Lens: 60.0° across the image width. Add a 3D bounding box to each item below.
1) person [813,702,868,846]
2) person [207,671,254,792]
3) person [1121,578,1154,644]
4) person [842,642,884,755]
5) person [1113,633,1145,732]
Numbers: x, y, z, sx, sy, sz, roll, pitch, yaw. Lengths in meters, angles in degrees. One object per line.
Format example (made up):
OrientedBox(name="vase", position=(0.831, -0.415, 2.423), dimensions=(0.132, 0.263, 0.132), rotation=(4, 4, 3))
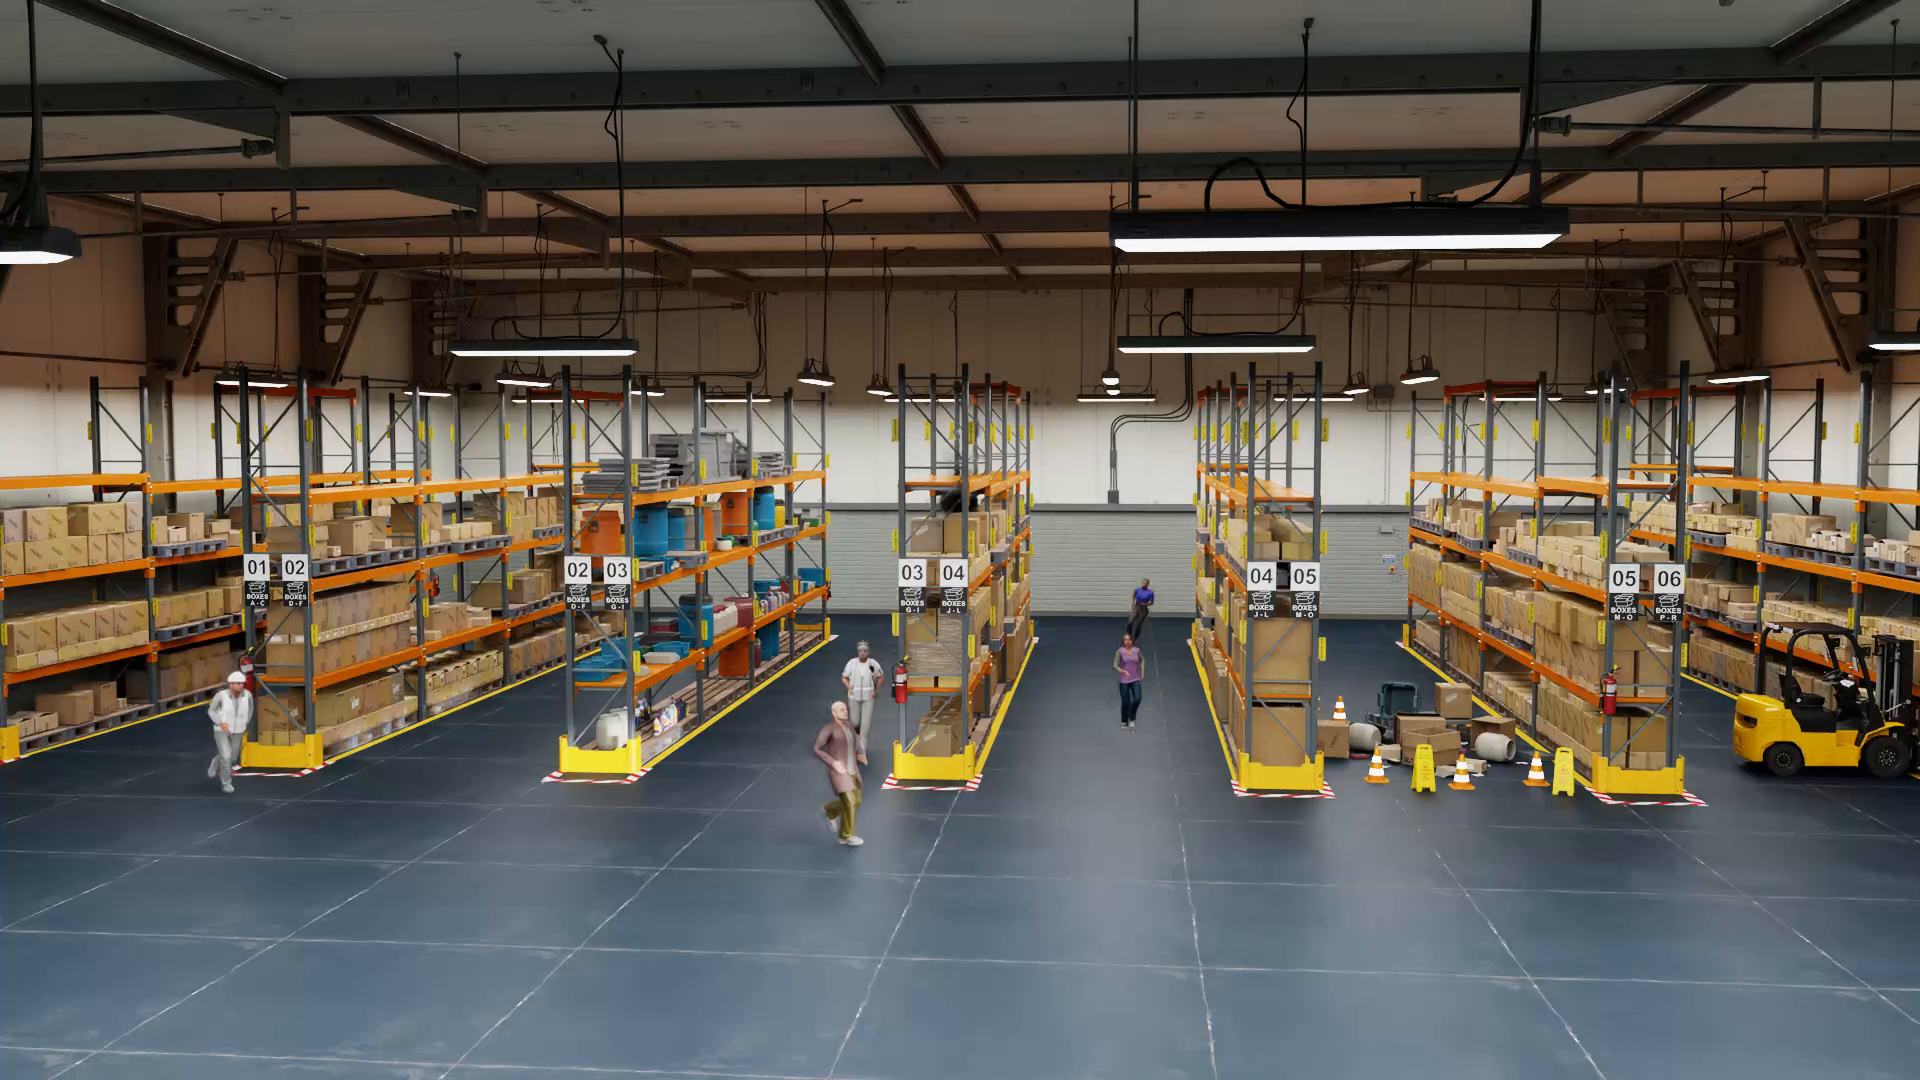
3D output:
OrientedBox(name="person", position=(-1.474, 2.833, 20.295), dimensions=(0.754, 1.730, 0.713), rotation=(3, 5, 37))
OrientedBox(name="person", position=(-10.297, 2.673, 23.439), dimensions=(0.873, 1.701, 0.655), rotation=(3, 5, 43))
OrientedBox(name="person", position=(4.234, 1.680, 39.426), dimensions=(0.768, 1.574, 0.663), rotation=(2, 4, 24))
OrientedBox(name="person", position=(-1.518, 2.450, 26.056), dimensions=(0.660, 1.755, 0.772), rotation=(0, 4, -2))
OrientedBox(name="person", position=(2.716, 2.282, 26.636), dimensions=(0.545, 1.576, 0.631), rotation=(0, 4, -2))
